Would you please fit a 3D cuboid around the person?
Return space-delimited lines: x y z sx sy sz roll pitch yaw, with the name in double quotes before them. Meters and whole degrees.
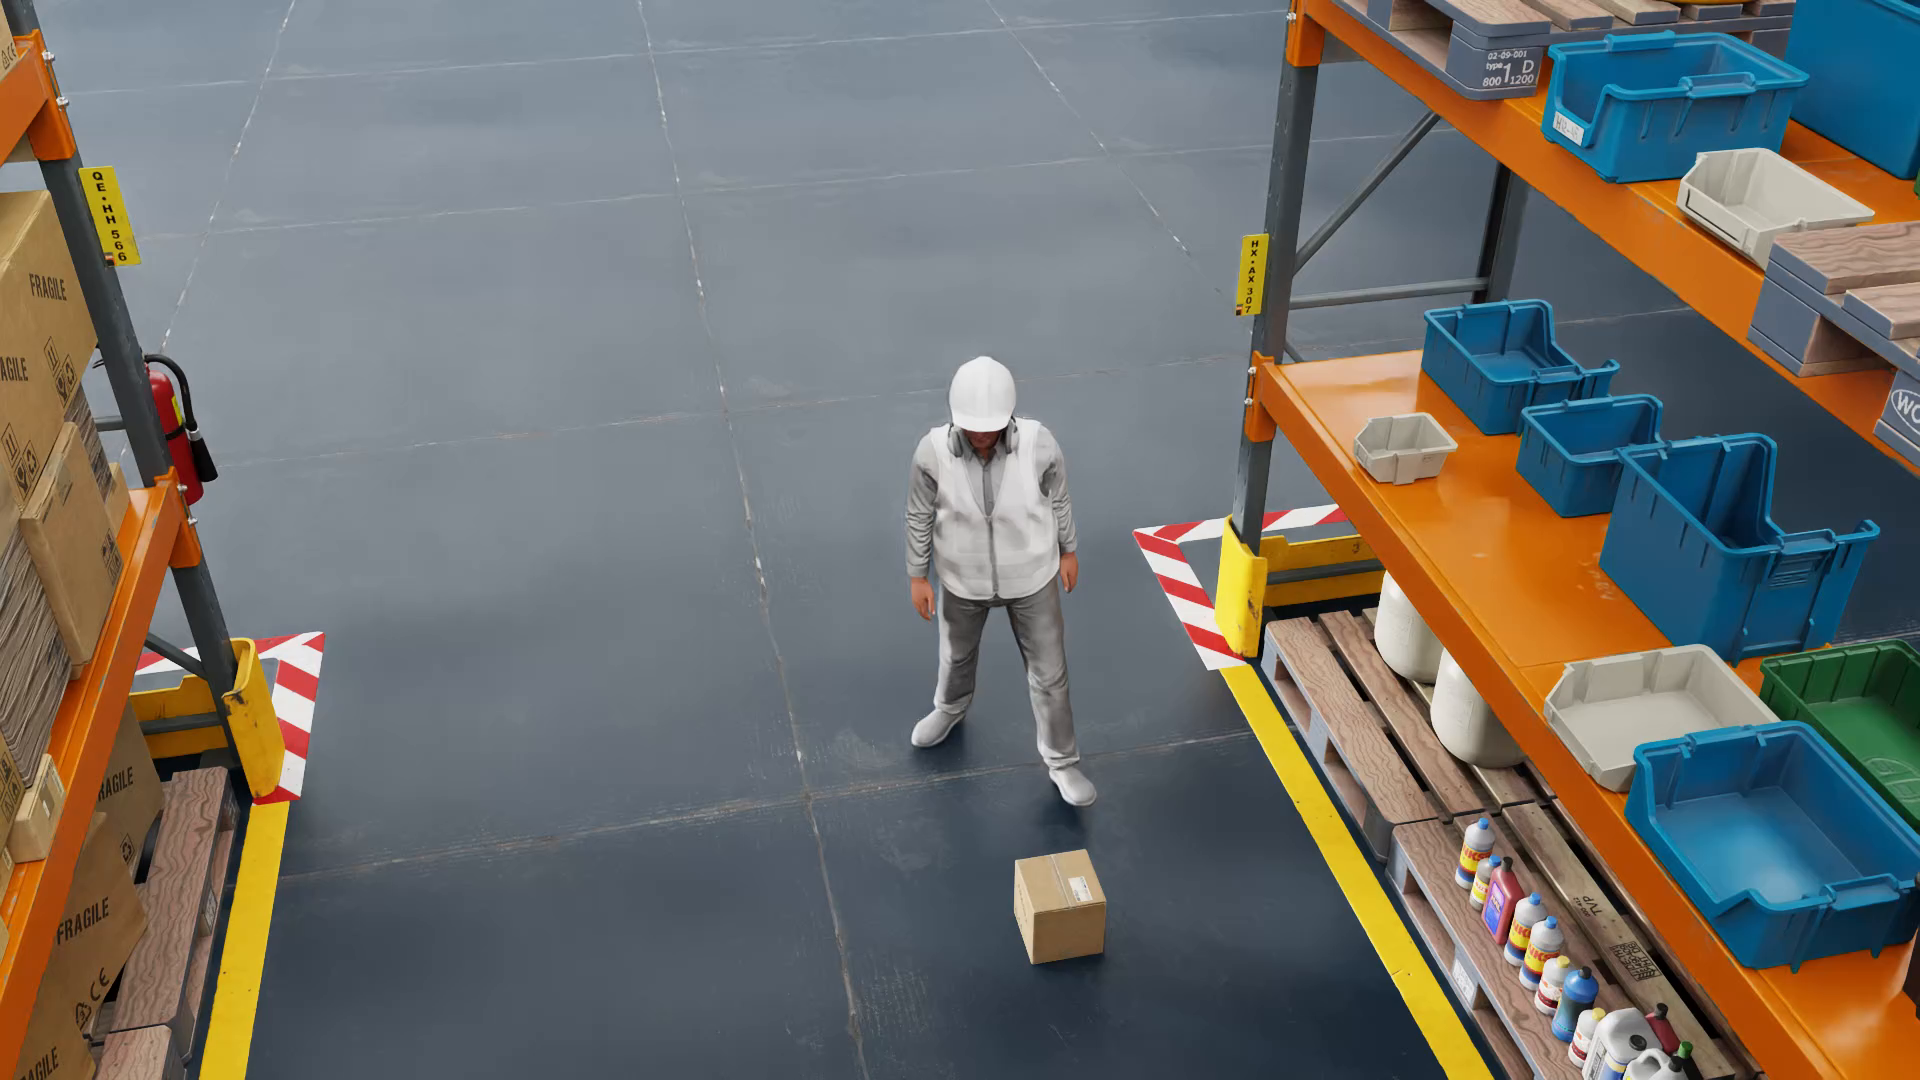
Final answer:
"person" 0.158 0.126 5.909 0.711 1.753 0.643 1 34 1
